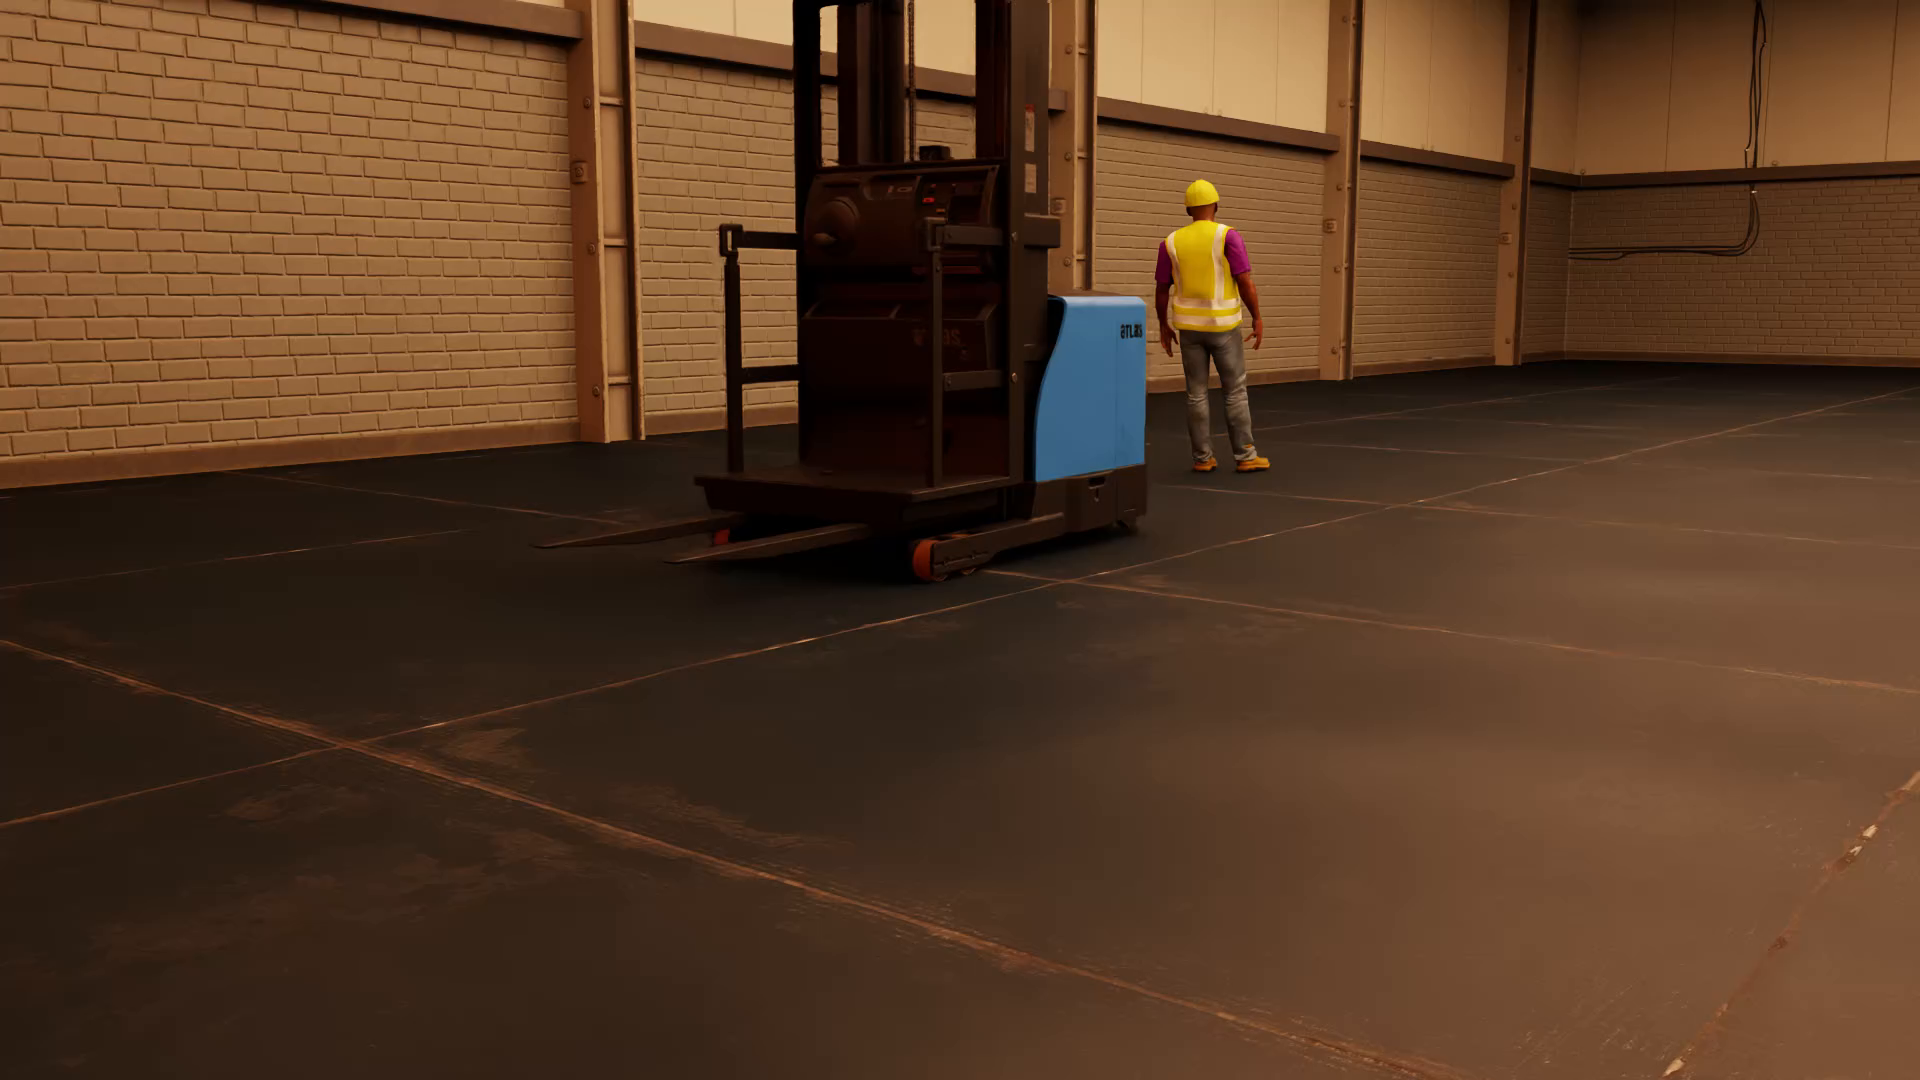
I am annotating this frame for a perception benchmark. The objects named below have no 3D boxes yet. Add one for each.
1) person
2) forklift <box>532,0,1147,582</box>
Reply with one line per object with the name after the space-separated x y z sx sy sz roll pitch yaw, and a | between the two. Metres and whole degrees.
1.515 -1.331 10.150 0.666 1.706 0.420 5 10 29 | person
-0.364 -1.367 6.623 1.130 2.935 3.031 5 10 33 | forklift
